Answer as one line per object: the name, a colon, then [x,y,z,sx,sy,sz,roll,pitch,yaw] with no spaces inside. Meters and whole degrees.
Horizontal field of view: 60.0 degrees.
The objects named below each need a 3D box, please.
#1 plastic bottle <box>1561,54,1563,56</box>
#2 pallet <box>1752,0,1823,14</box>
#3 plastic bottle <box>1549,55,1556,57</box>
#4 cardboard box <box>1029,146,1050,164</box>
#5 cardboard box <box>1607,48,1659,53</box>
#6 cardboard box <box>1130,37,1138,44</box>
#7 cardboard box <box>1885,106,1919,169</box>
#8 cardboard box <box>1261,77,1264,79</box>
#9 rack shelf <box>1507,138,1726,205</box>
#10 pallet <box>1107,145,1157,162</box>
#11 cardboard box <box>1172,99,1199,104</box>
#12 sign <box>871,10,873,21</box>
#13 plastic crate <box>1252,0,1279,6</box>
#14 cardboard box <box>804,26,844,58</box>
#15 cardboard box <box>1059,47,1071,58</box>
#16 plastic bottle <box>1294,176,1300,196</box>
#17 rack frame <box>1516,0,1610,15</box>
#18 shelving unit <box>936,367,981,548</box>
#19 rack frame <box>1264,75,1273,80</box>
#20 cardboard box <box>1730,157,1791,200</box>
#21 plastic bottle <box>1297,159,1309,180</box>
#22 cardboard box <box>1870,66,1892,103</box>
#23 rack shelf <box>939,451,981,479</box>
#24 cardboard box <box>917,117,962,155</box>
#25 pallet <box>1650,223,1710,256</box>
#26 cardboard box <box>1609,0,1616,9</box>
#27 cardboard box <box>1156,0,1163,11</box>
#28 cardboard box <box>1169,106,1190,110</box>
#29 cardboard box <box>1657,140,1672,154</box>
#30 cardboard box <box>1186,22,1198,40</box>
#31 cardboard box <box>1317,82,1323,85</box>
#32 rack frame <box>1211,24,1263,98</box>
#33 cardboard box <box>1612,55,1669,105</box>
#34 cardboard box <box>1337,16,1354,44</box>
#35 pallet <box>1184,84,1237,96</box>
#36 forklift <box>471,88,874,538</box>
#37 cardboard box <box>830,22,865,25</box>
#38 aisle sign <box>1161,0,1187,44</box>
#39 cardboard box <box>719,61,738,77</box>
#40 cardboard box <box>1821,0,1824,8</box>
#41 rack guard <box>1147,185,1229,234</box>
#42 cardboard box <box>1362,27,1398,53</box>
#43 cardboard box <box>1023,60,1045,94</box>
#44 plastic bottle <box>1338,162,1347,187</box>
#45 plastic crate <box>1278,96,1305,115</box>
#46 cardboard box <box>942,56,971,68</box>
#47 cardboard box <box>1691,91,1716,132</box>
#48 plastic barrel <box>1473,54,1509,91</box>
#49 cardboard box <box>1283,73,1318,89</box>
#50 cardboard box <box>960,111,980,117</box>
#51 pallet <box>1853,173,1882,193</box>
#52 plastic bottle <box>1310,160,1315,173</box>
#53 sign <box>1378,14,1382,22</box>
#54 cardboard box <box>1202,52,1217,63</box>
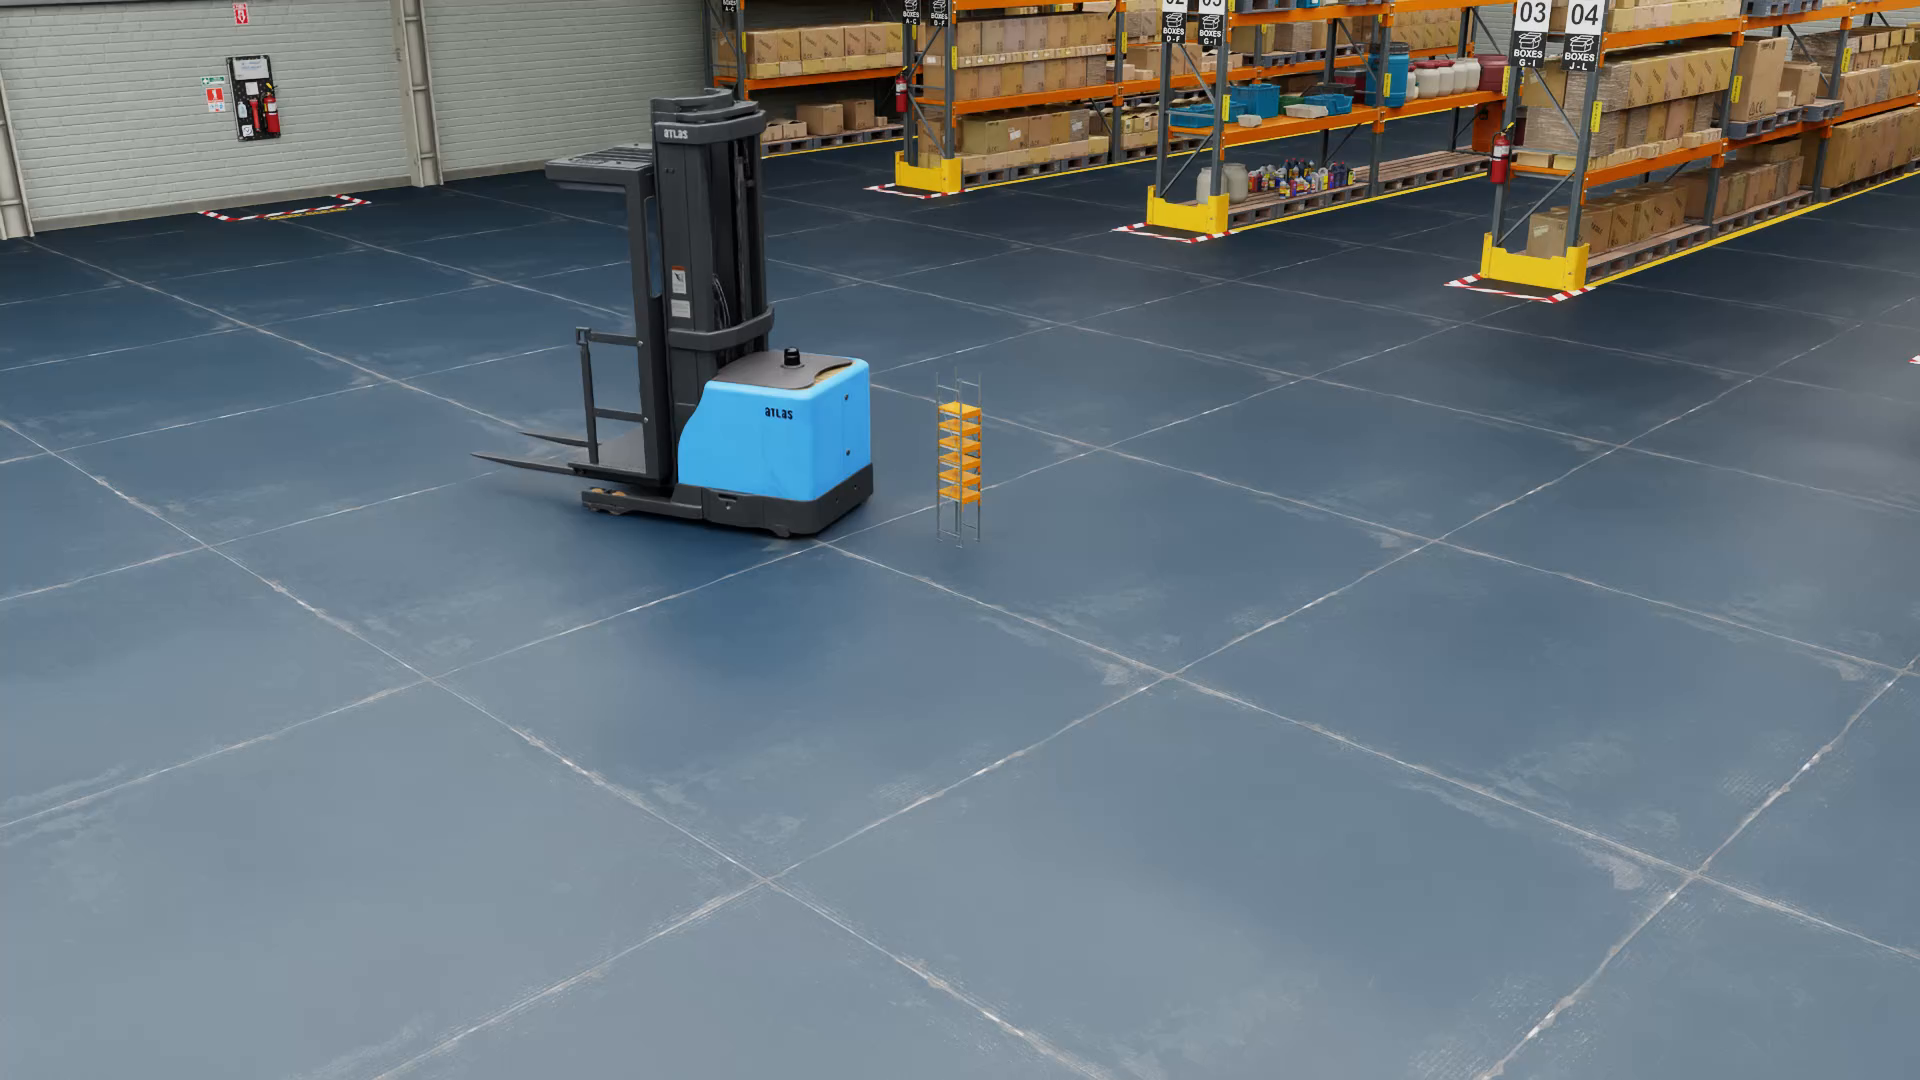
plastic bottle: [10.933,-8.677,30.036,0.144,0.351,0.185,19,28,41]
pallet: [10.635,-7.135,22.038,1.213,0.211,1.003,19,28,41]
plastic bottle: [10.587,-8.544,29.795,0.152,0.276,0.135,19,28,41]
cardboard box: [1.102,-6.255,26.915,0.500,0.250,0.500,19,28,41]
cardboard box: [8.213,-5.766,20.448,0.500,0.500,0.500,19,28,41]
cardboard box: [3.575,-10.678,35.498,0.380,0.149,0.250,19,28,41]
cardboard box: [14.555,-6.514,26.718,1.225,0.875,0.875,19,28,41]
cardboard box: [6.714,-11.051,39.045,0.700,0.500,0.500,19,28,41]
rack shelf: [8.011,-4.573,20.295,1.077,0.370,4.000,19,28,41]
pallet: [2.797,-6.801,28.975,1.003,0.211,1.213,19,28,41]
cardboard box: [4.166,-7.908,30.433,0.500,0.311,0.500,18,28,39]
sign: [-1.641,-9.821,31.331,0.100,0.325,0.005,19,28,41]
plastic crate: [4.182,-7.593,22.990,0.392,0.384,0.575,19,28,41]
cardboard box: [-2.414,-8.843,29.535,0.500,0.500,0.500,-19,28,-40]
cardboard box: [1.564,-7.868,26.822,0.380,0.149,0.250,19,28,40]
plastic bottle: [4.794,-5.043,23.703,0.097,0.271,0.097,0,21,0]
rack frame: [6.616,-7.195,17.752,1.000,3.000,0.127,19,28,41]
shelving unit: [-0.010,-0.556,11.350,0.258,1.200,0.189,19,28,41]
rack frame: [7.131,-12.227,39.205,1.000,3.000,0.127,19,28,41]
cardboard box: [11.366,-5.167,23.708,0.700,0.500,0.500,16,26,36]
plastic bottle: [5.101,-5.492,24.761,0.144,0.351,0.185,19,28,41]
cardboard box: [13.794,-6.949,25.333,0.500,0.500,0.500,19,28,41]
rack shelf: [-0.010,-0.515,11.366,0.258,0.103,0.180,19,28,41]
cardboard box: [-0.318,-6.350,26.117,0.500,0.500,0.500,19,28,41]
pallet: [8.963,-3.940,21.532,1.003,0.211,1.213,19,28,41]
cardboard box: [6.974,-5.924,18.279,0.380,0.149,0.250,19,28,40]
cardboard box: [4.198,-11.560,35.842,0.500,0.250,0.500,-19,28,-41]
cardboard box: [3.850,-7.517,29.417,0.500,0.311,0.500,-19,28,-41]
cardboard box: [8.410,-4.795,20.220,0.380,0.149,0.250,19,28,41]
cardboard box: [4.730,-11.474,36.828,0.700,0.700,0.980,-20,28,-41]
cardboard box: [7.380,-8.935,33.511,0.500,0.500,0.500,18,27,38]
rack frame: [5.102,-8.932,30.632,1.000,3.000,0.127,19,28,41]
cardboard box: [7.897,-5.376,19.433,0.500,0.500,0.500,19,28,41]
cardboard box: [7.401,-10.137,33.042,0.700,0.500,0.500,9,23,23]
pallet: [5.778,-10.388,38.308,1.003,0.211,1.213,19,28,41]
forklift: [-2.205,-1.713,11.946,3.031,2.935,1.130,9,23,21]
cardboard box: [-2.082,-9.231,30.547,0.500,0.500,0.500,19,28,40]
aisle sign: [2.804,-6.904,21.732,0.394,0.787,0.004,19,28,41]
cardboard box: [-3.844,-8.222,28.967,0.500,0.250,0.500,-20,28,-41]
cardboard box: [11.352,-7.339,22.515,0.500,0.250,0.500,-19,28,-41]
rack guard: [3.087,-4.499,22.583,1.175,0.500,0.348,19,28,41]
cardboard box: [8.443,-10.069,33.452,0.500,0.500,0.500,-19,28,-41]
cardboard box: [0.934,-7.437,26.604,0.500,0.500,0.700,-19,28,-40]
plastic bottle: [5.615,-5.394,24.507,0.144,0.351,0.185,18,28,39]
plastic crate: [4.709,-6.286,24.043,0.450,0.188,0.662,19,28,41]
cardboard box: [-0.051,-7.272,25.269,0.380,0.149,0.250,19,28,40]
cardboard box: [9.048,-5.509,21.171,0.875,0.500,0.500,19,28,41]
plastic barrel: [8.541,-7.559,26.872,0.600,0.536,0.708,19,28,41]
cardboard box: [6.683,-9.028,32.708,0.500,0.250,0.500,19,28,41]
cardboard box: [-0.030,-8.641,32.745,0.700,0.500,0.500,20,28,41]
pallet: [13.652,-5.646,25.969,1.003,0.211,1.213,19,28,41]
plastic bottle: [5.321,-5.623,25.211,0.097,0.271,0.097,0,21,0]
sign: [8.292,-10.362,32.740,0.100,0.325,0.005,19,28,41]
cardboard box: [4.339,-8.709,30.176,0.500,0.311,0.500,19,28,40]
